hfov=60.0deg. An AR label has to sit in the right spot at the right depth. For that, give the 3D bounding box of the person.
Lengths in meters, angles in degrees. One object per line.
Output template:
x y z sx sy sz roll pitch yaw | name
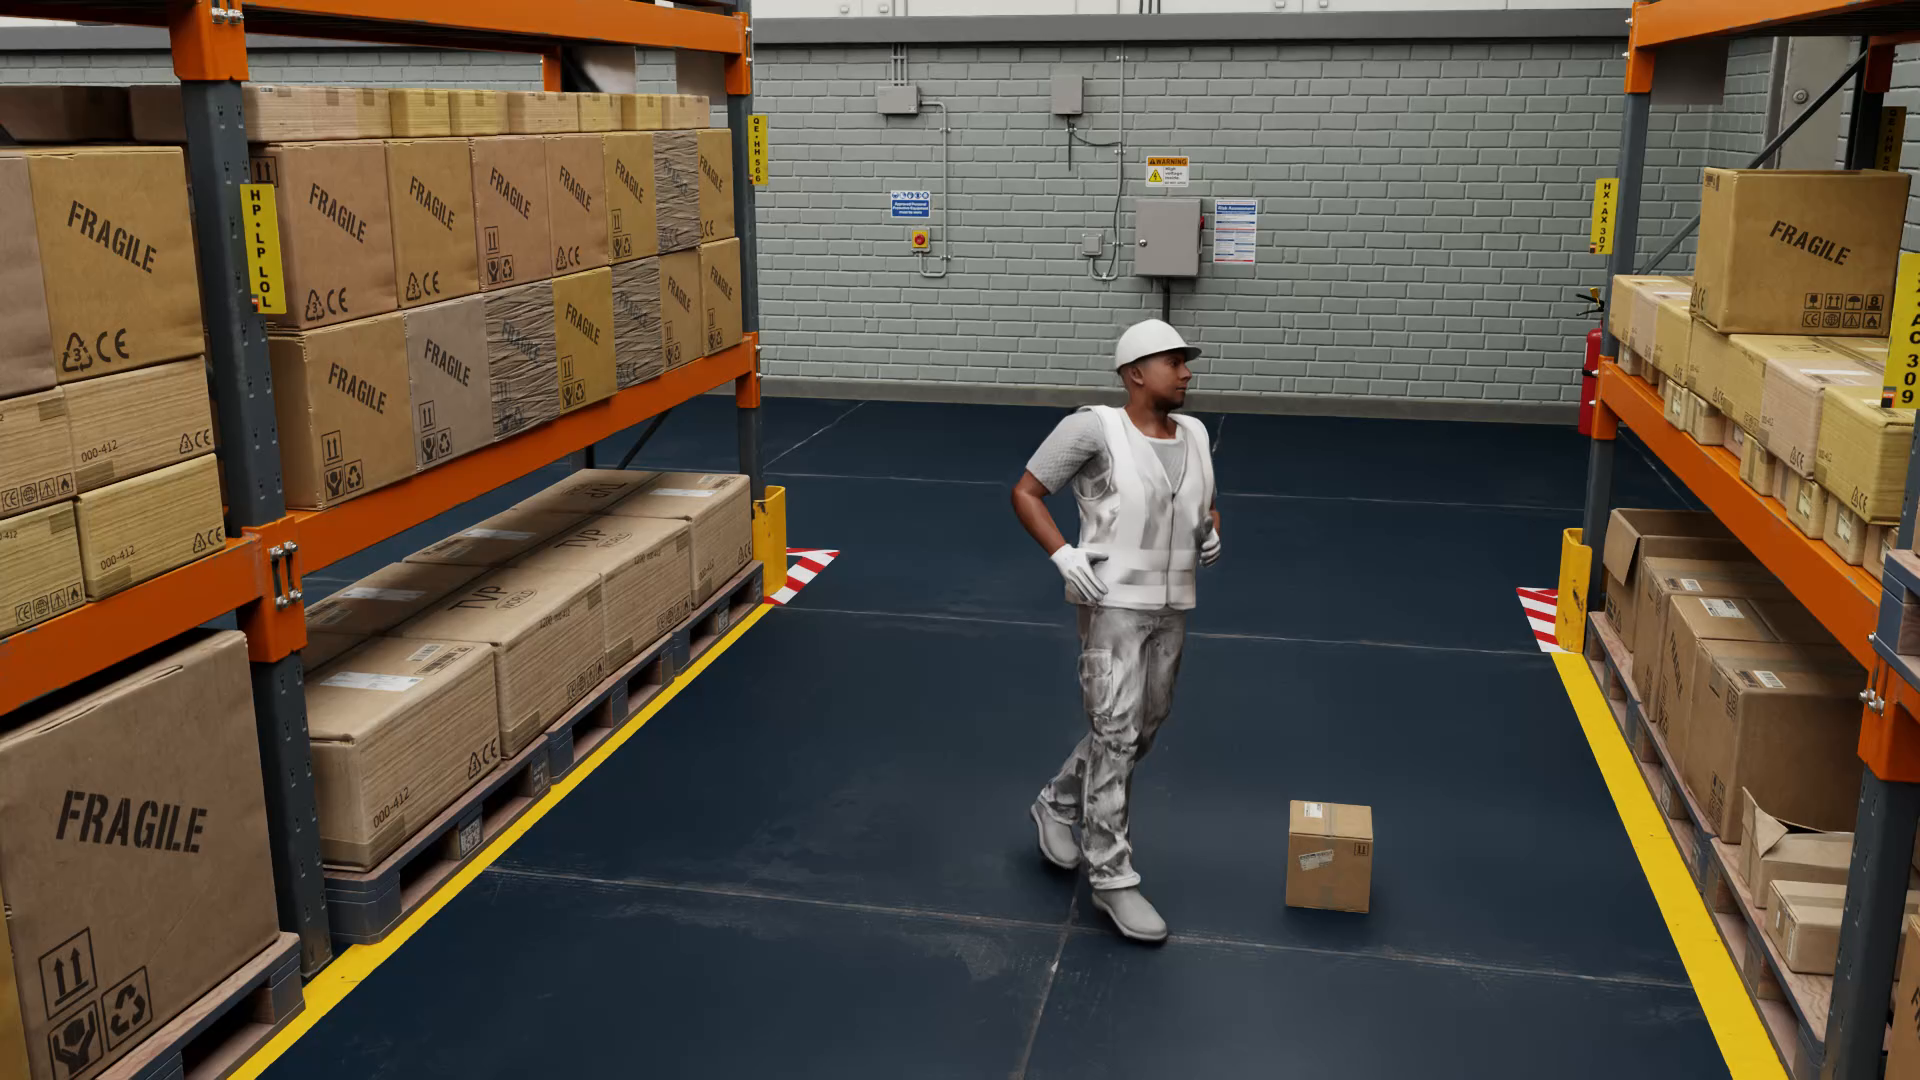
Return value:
0.592 0.215 5.116 0.698 1.747 0.773 -10 18 -35 | person
